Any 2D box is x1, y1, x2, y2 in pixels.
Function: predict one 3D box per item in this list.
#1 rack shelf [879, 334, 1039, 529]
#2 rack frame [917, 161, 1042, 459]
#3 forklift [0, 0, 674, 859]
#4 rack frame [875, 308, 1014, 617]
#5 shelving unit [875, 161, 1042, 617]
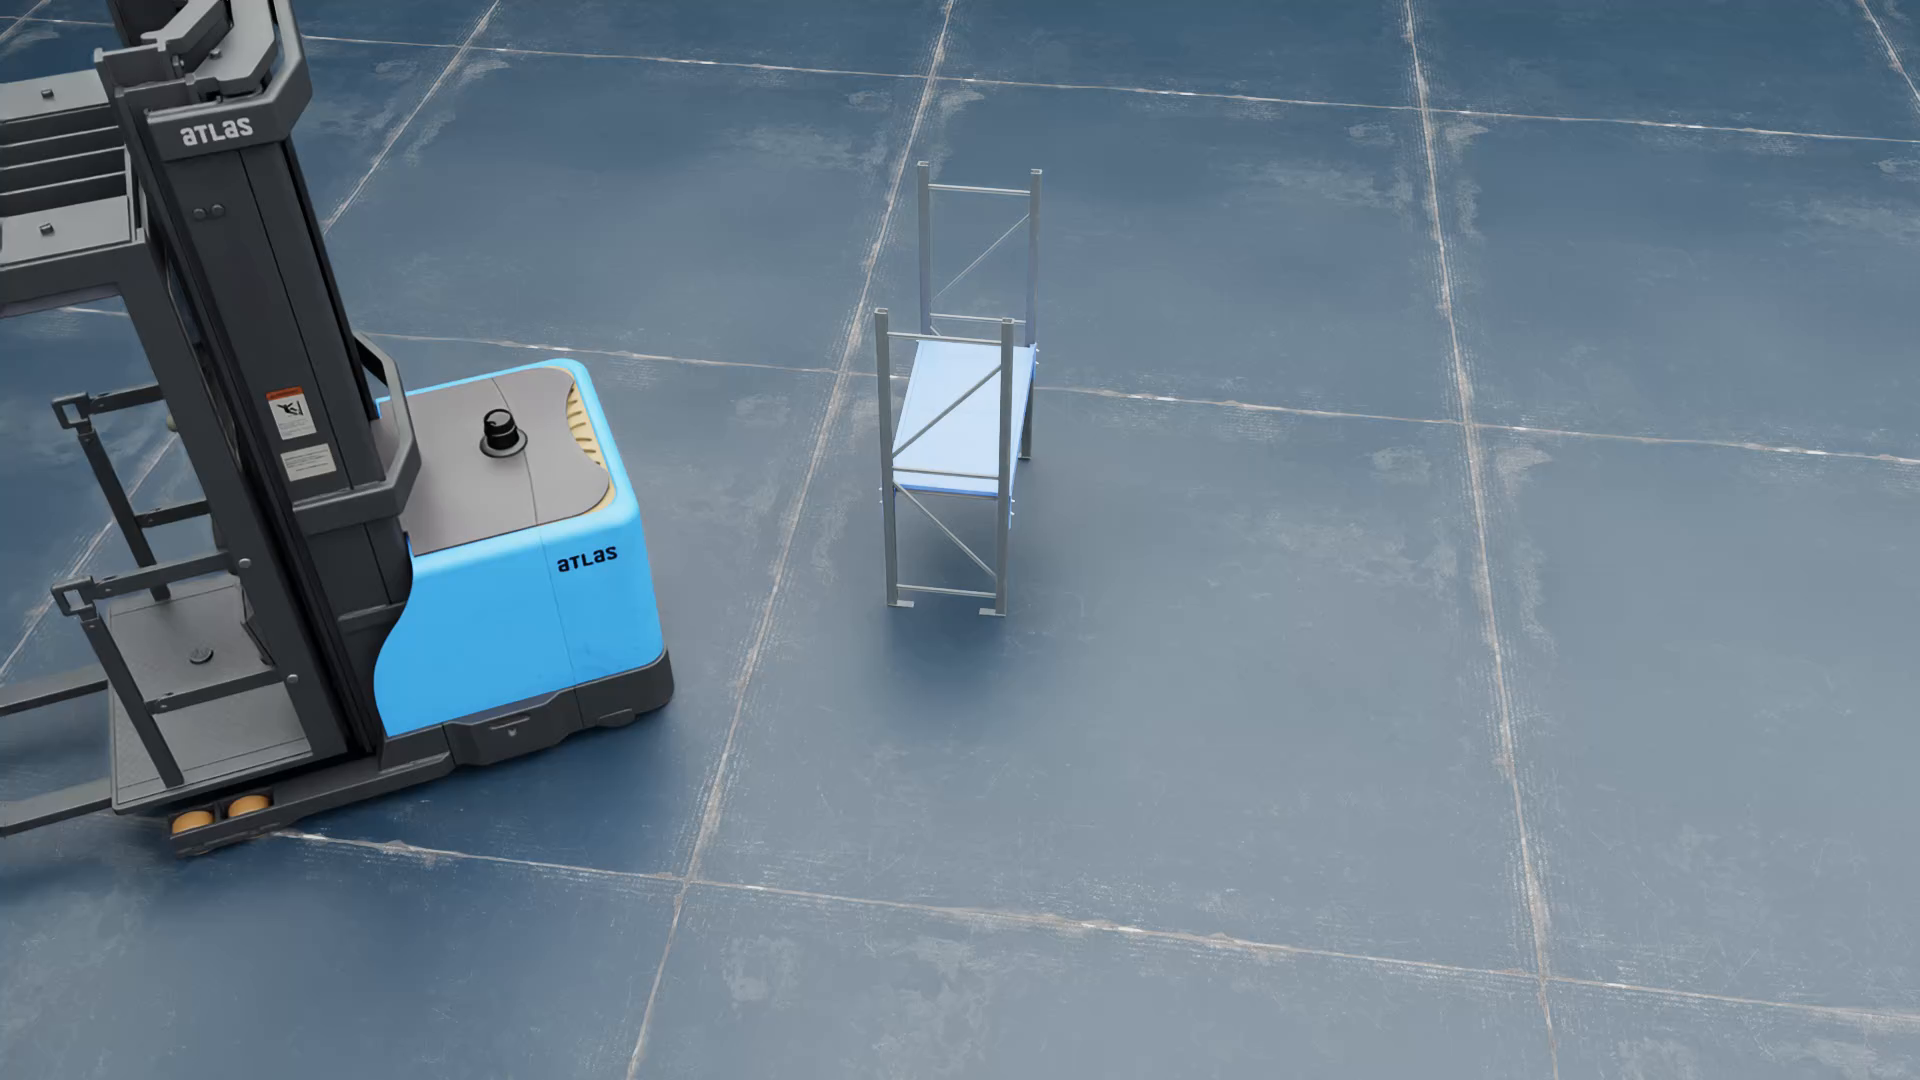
[{"bbox_3d":[0.011,-0.472,6.942,0.538,0.185,1.000,5,44,6],"label":"rack shelf"},{"bbox_3d":[0.078,-0.949,7.184,0.500,1.500,0.032,5,44,6],"label":"rack frame"},{"bbox_3d":[-2.694,-0.332,5.491,3.031,2.935,1.130,-15,46,-15],"label":"forklift"},{"bbox_3d":[-0.056,-0.256,6.452,0.500,1.500,0.032,5,44,6],"label":"rack frame"},{"bbox_3d":[0.011,-0.603,6.818,0.538,1.500,1.048,5,44,6],"label":"shelving unit"}]
